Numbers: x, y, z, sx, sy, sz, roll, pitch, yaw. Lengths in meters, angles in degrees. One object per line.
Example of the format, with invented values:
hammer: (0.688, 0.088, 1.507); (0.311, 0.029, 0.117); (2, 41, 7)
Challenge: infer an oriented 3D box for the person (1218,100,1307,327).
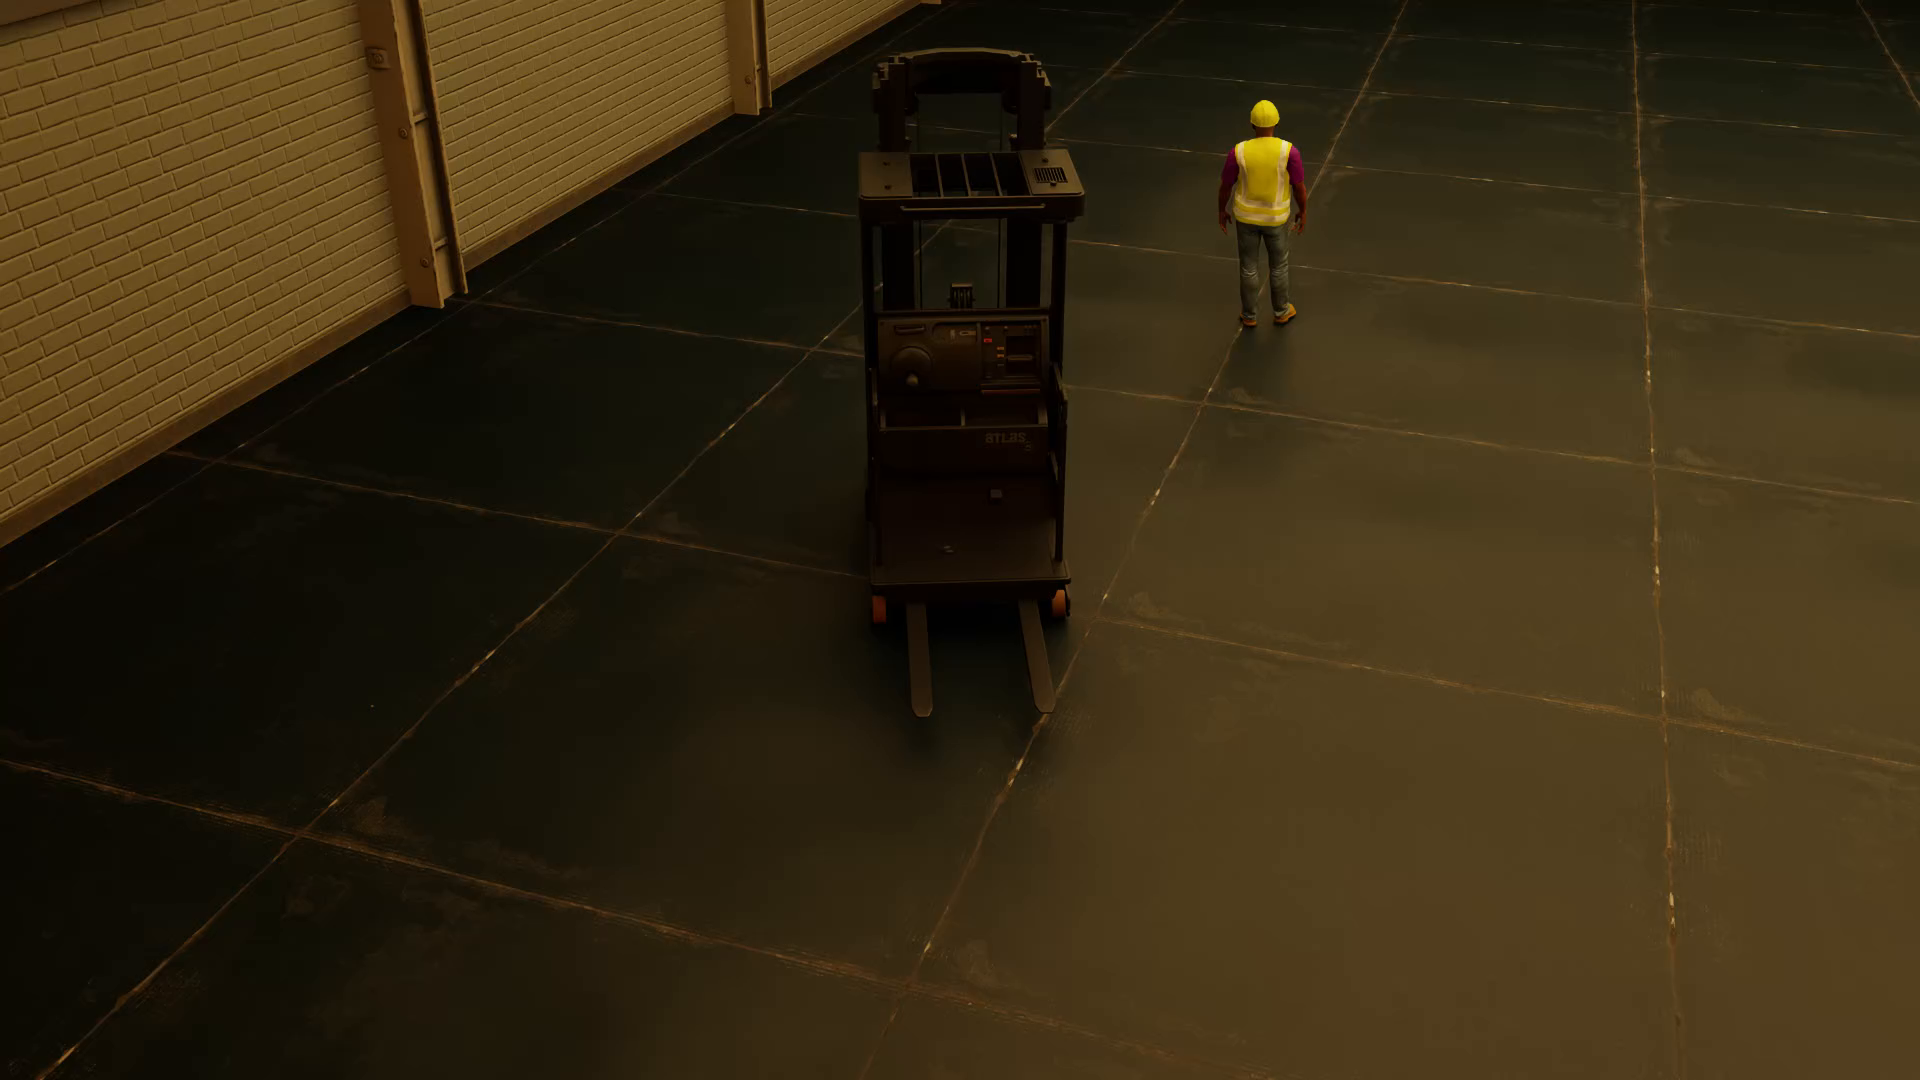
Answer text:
person: (2.307, -2.496, 12.676); (0.665, 1.768, 0.575); (7, 30, 12)

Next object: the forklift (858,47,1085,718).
forklift: (0.035, -0.972, 8.842); (1.130, 2.935, 3.031); (-2, 30, -3)
